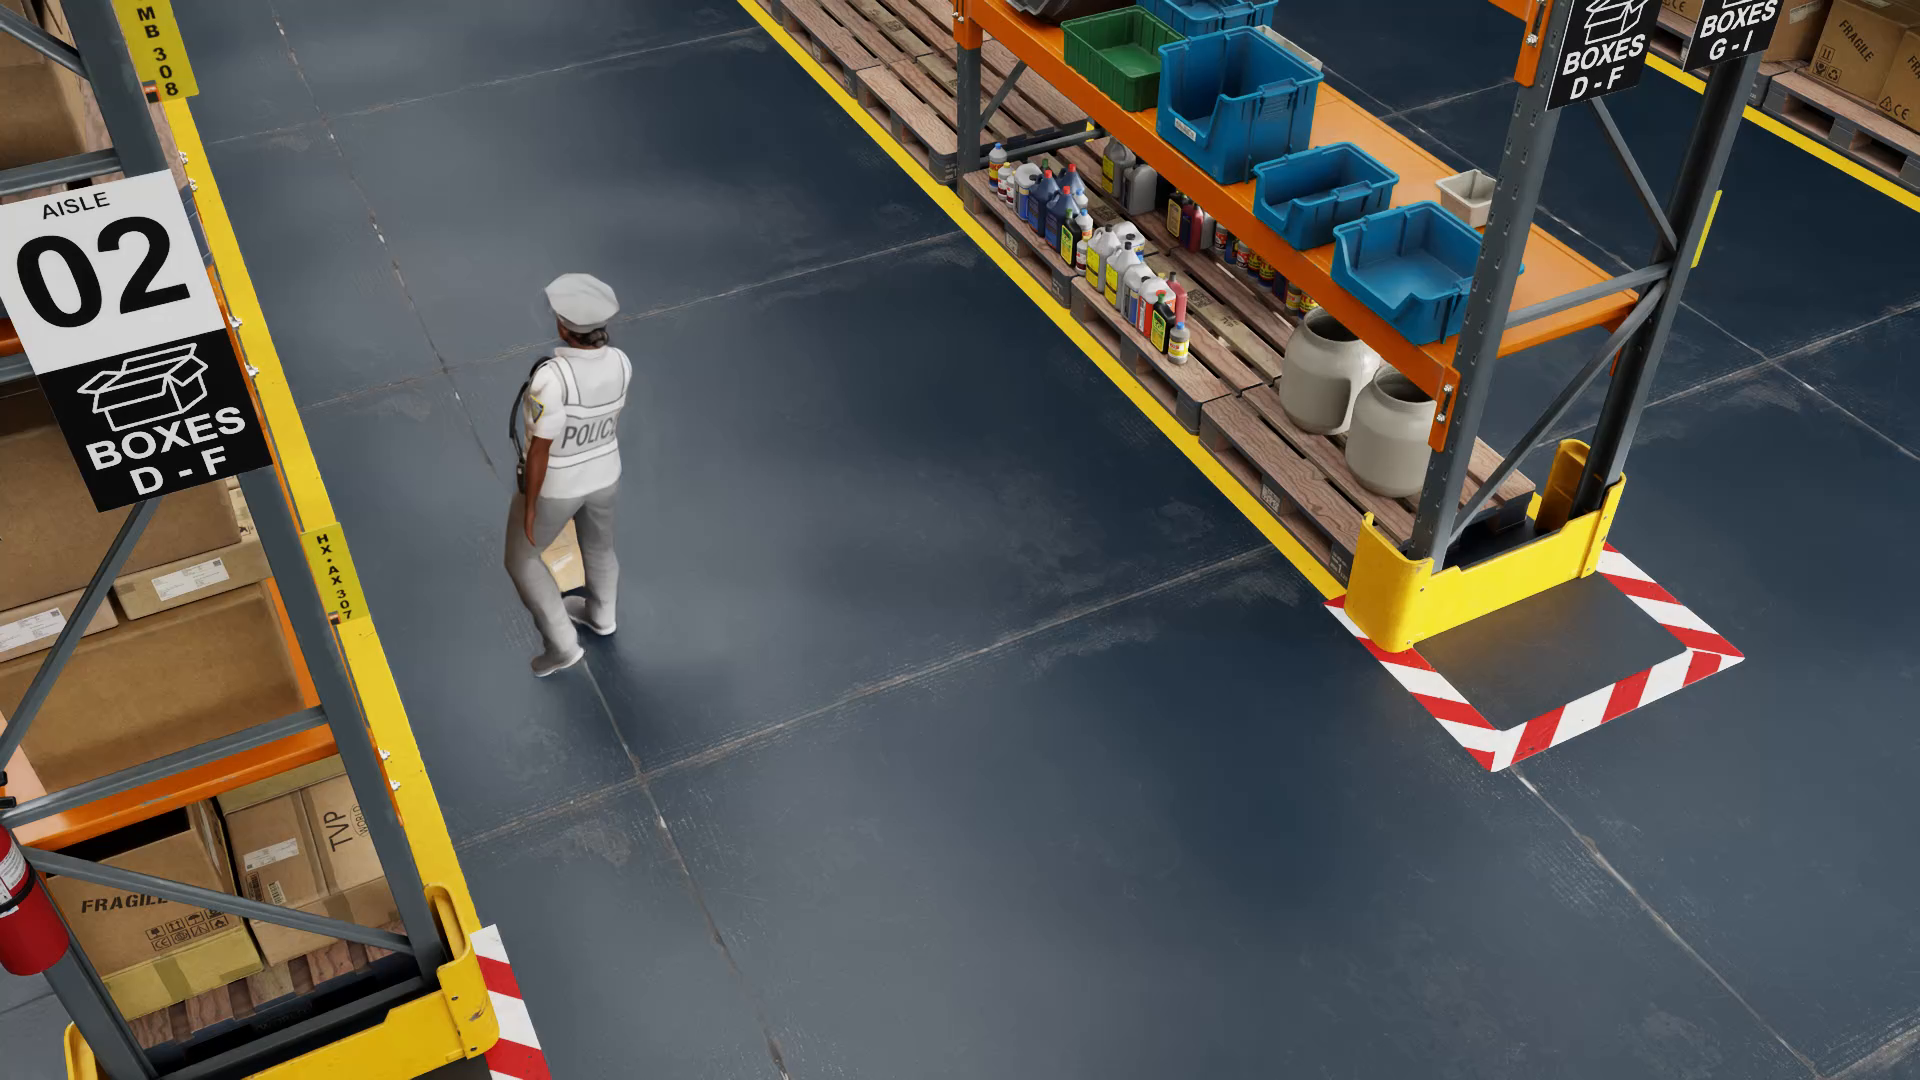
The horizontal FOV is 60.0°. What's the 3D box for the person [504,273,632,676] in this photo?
[{"bbox_3d":[-1.530,-0.231,6.394,0.636,1.681,0.472,-30,50,-30],"label":"person"}]
